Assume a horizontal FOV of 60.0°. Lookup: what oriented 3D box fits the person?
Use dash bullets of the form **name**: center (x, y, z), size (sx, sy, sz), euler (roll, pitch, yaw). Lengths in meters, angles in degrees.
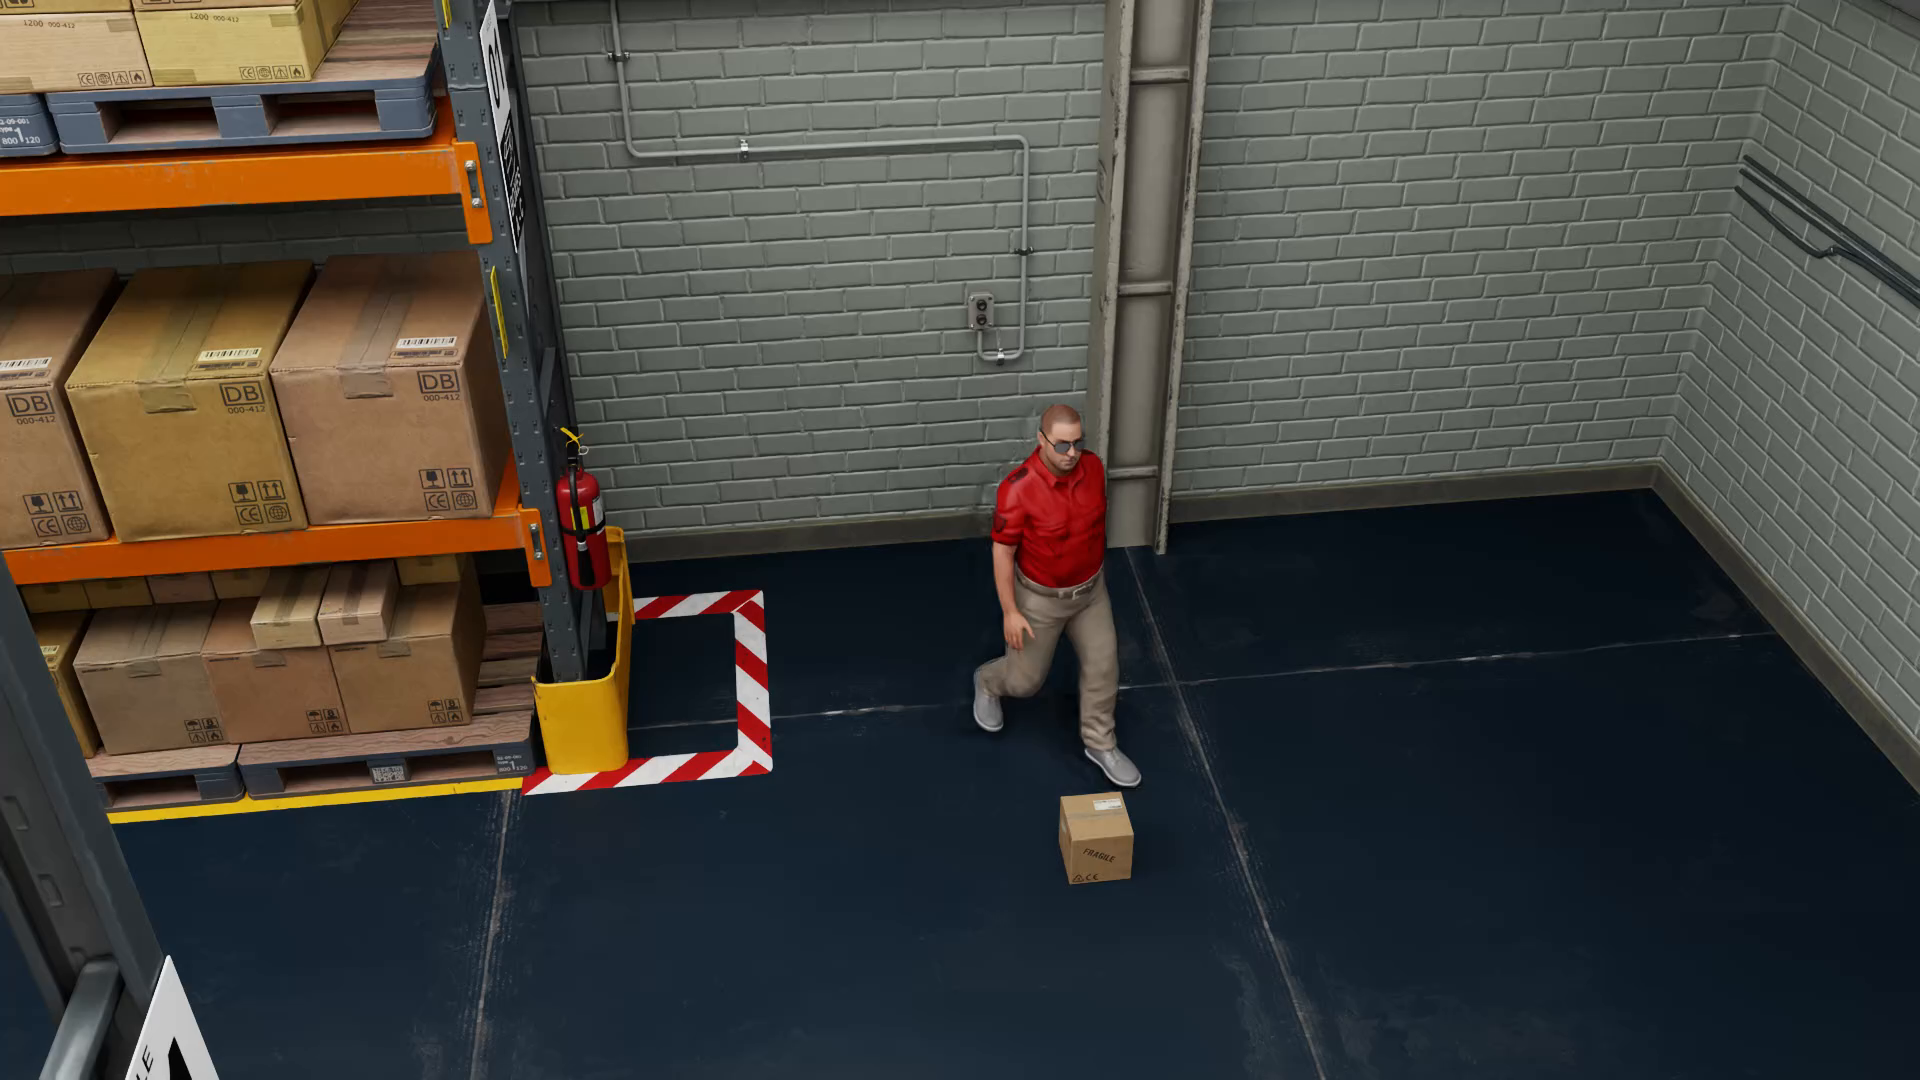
- **person**: center (0.404, 0.206, 6.860), size (0.593, 1.687, 0.880), euler (-22, 40, -28)
